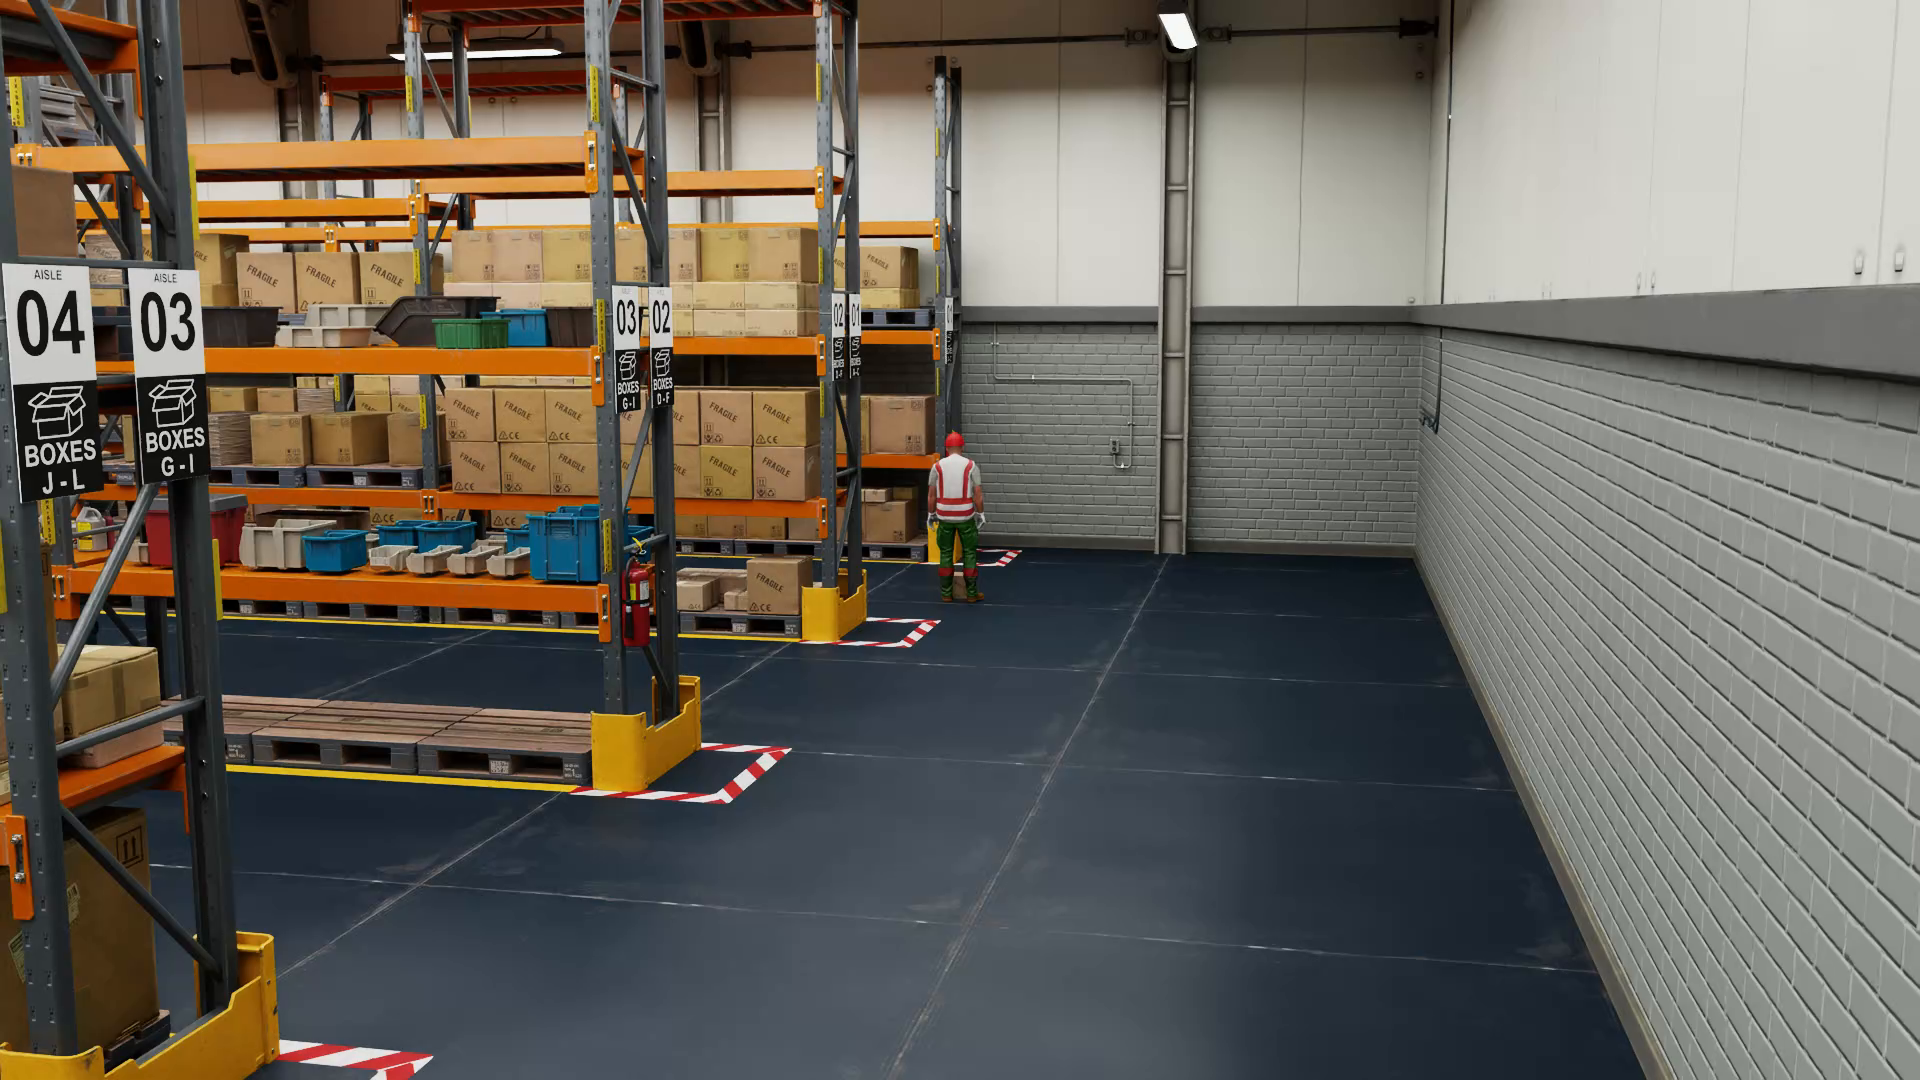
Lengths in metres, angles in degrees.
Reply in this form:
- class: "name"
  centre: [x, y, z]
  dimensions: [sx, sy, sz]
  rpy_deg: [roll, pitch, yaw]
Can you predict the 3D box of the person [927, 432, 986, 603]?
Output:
- class: "person"
  centre: [-0.041, -0.239, 17.488]
  dimensions: [0.619, 1.779, 0.448]
  rpy_deg: [1, 8, 8]
